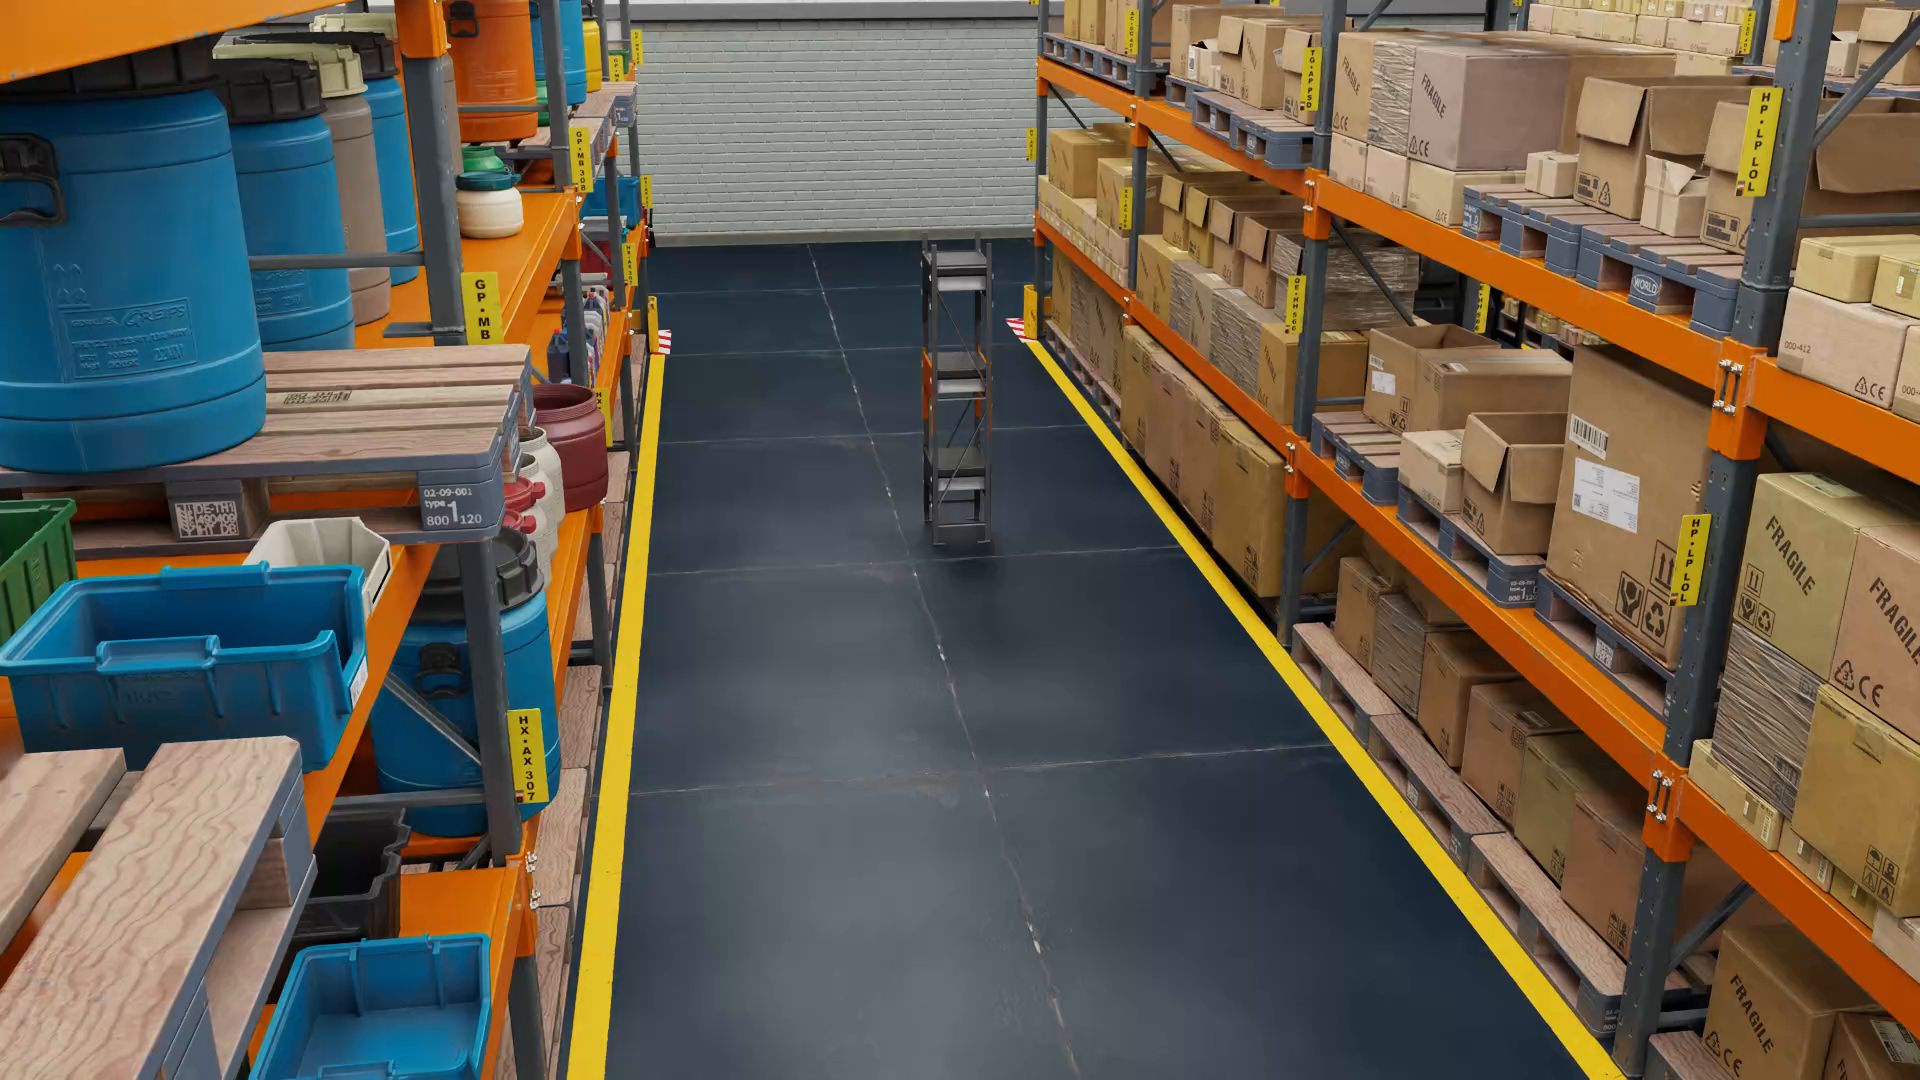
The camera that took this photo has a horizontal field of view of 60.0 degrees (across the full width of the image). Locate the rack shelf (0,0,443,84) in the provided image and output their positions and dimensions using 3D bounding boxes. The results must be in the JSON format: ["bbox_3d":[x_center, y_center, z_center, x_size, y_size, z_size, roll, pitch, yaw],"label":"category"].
[{"bbox_3d":[-1.612,-0.761,2.491,1.077,0.370,4.000,-3,21,-8],"label":"rack shelf"}]

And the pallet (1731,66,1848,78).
[{"bbox_3d":[6.754,-3.500,12.781,1.213,0.211,1.003,-3,21,-8],"label":"pallet"}]

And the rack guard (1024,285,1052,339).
[{"bbox_3d":[1.268,-2.409,17.452,1.175,0.500,0.348,-3,21,-8],"label":"rack guard"}]

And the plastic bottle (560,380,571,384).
[{"bbox_3d":[-2.286,-0.820,9.803,0.152,0.276,0.135,-3,21,-8],"label":"plastic bottle"}]

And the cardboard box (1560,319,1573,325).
[{"bbox_3d":[6.183,-2.234,16.459,0.380,0.149,0.250,-4,21,-10],"label":"cardboard box"}]

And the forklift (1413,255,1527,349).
[{"bbox_3d":[4.162,-2.381,13.903,1.130,2.935,3.031,-3,21,-8],"label":"forklift"}]

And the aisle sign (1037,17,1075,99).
[{"bbox_3d":[0.964,-4.799,16.563,0.394,0.787,0.004,-3,21,-8],"label":"aisle sign"}]

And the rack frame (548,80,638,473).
[{"bbox_3d":[-3.054,-1.937,12.615,1.000,3.000,0.127,-3,21,-8],"label":"rack frame"}]

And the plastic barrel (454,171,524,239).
[{"bbox_3d":[-2.063,-1.464,7.259,0.301,0.262,0.301,0,20,0],"label":"plastic barrel"}]

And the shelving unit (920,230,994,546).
[{"bbox_3d":[-0.024,-1.041,11.502,0.431,2.100,0.503,-3,21,-8],"label":"shelving unit"}]

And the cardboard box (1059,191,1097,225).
[{"bbox_3d":[1.223,-3.107,15.538,0.500,0.250,0.500,-4,21,-10],"label":"cardboard box"}]

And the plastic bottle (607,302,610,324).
[{"bbox_3d":[-2.633,-1.685,12.224,0.097,0.201,0.097,0,20,0],"label":"plastic bottle"}]

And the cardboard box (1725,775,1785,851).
[{"bbox_3d":[2.757,0.878,5.438,0.380,0.149,0.250,-3,21,-8],"label":"cardboard box"}]

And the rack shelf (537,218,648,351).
[{"bbox_3d":[-3.342,-2.292,14.595,1.077,0.370,4.000,-3,21,-8],"label":"rack shelf"}]

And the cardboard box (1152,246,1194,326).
[{"bbox_3d":[1.740,-1.888,12.340,0.500,0.500,0.500,-3,21,-8],"label":"cardboard box"}]

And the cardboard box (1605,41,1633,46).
[{"bbox_3d":[6.228,-4.414,15.174,0.500,0.250,0.500,-3,21,-8],"label":"cardboard box"}]

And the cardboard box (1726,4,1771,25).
[{"bbox_3d":[6.454,-4.252,13.457,0.380,0.149,0.250,-4,21,-10],"label":"cardboard box"}]

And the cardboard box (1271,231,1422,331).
[{"bbox_3d":[2.335,-1.573,10.063,0.797,0.503,0.637,-2,21,-6],"label":"cardboard box"}]

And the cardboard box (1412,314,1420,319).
[{"bbox_3d":[2.547,-1.209,10.524,0.500,0.500,0.500,-3,21,-9],"label":"cardboard box"}]

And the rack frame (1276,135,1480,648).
[{"bbox_3d":[2.424,-0.802,9.576,1.000,3.000,0.127,-3,21,-8],"label":"rack frame"}]

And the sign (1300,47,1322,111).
[{"bbox_3d":[1.874,-2.461,8.879,0.100,0.325,0.005,-3,21,-8],"label":"sign"}]

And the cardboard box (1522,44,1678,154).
[{"bbox_3d":[2.881,-1.986,7.603,0.500,0.500,0.500,-3,21,-7],"label":"cardboard box"}]

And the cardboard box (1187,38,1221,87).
[{"bbox_3d":[1.917,-3.363,11.672,0.500,0.311,0.500,-4,21,-10],"label":"cardboard box"}]

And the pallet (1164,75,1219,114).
[{"bbox_3d":[2.029,-3.187,11.949,0.805,0.209,1.217,-4,21,-10],"label":"pallet"}]

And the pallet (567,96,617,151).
[{"bbox_3d":[-2.678,-2.595,10.359,1.003,0.211,1.213,-3,21,-8],"label":"pallet"}]

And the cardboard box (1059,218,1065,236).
[{"bbox_3d":[1.146,-2.959,15.710,0.380,0.149,0.250,-3,21,-9],"label":"cardboard box"}]

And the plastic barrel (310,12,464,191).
[{"bbox_3d":[-2.573,-1.897,7.504,0.600,0.901,0.600,0,20,0],"label":"plastic barrel"}]

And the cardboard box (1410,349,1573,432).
[{"bbox_3d":[2.721,-0.672,8.486,0.700,0.500,0.500,0,20,0],"label":"cardboard box"}]

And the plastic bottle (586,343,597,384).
[{"bbox_3d":[-2.419,-1.140,10.659,0.152,0.276,0.135,-3,21,-8],"label":"plastic bottle"}]

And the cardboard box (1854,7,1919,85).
[{"bbox_3d":[6.863,-3.511,11.794,0.797,0.503,0.637,-3,21,-8],"label":"cardboard box"}]

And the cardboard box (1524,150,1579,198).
[{"bbox_3d":[2.632,-1.554,7.035,0.380,0.166,0.250,-3,21,-9],"label":"cardboard box"}]

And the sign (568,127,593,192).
[{"bbox_3d":[-1.934,-1.938,8.481,0.100,0.325,0.005,-3,21,-8],"label":"sign"}]

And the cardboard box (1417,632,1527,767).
[{"bbox_3d":[2.722,0.781,8.281,0.700,0.500,0.500,-1,21,-3],"label":"cardboard box"}]

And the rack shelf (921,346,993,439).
[{"bbox_3d":[-0.024,-1.028,11.507,0.431,0.518,0.480,-3,21,-8],"label":"rack shelf"}]

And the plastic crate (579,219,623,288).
[{"bbox_3d":[-2.934,-2.317,13.455,0.402,0.464,0.583,-3,21,-8],"label":"plastic crate"}]

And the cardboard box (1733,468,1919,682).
[{"bbox_3d":[2.814,0.097,5.172,0.500,0.500,0.500,-3,21,-8],"label":"cardboard box"}]

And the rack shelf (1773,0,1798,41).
[{"bbox_3d":[2.712,-2.395,6.868,1.077,0.370,4.000,-3,21,-8],"label":"rack shelf"}]

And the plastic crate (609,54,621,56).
[{"bbox_3d":[-2.961,-3.725,13.302,0.497,0.269,0.590,-3,21,-8],"label":"plastic crate"}]

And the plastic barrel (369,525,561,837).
[{"bbox_3d":[-1.656,0.449,5.510,0.600,0.901,0.708,-3,21,-8],"label":"plastic barrel"}]

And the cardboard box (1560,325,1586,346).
[{"bbox_3d":[6.123,-2.010,16.286,0.380,0.149,0.250,-4,21,-10],"label":"cardboard box"}]

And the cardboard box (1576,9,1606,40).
[{"bbox_3d":[6.137,-4.835,15.586,0.500,0.250,0.500,-3,21,-7],"label":"cardboard box"}]

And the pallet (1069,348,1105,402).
[{"bbox_3d":[1.636,-1.571,15.621,1.003,0.211,1.213,-3,21,-8],"label":"pallet"}]

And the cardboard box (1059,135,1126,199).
[{"bbox_3d":[1.226,-3.460,15.411,0.500,0.500,0.500,-3,21,-9],"label":"cardboard box"}]

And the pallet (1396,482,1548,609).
[{"bbox_3d":[2.750,-0.029,7.780,1.003,0.211,1.213,-3,21,-8],"label":"pallet"}]

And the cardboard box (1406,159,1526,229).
[{"bbox_3d":[2.397,-1.606,7.656,0.500,0.250,0.500,-2,21,-7],"label":"cardboard box"}]

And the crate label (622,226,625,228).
[{"bbox_3d":[-3.242,-2.757,15.102,0.396,0.136,0.243,-3,21,-8],"label":"crate label"}]

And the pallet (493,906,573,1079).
[{"bbox_3d":[-2.052,1.869,6.410,1.003,0.211,1.213,-3,21,-8],"label":"pallet"}]

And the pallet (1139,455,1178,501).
[{"bbox_3d":[2.033,-0.617,13.067,1.003,0.211,1.213,-3,21,-8],"label":"pallet"}]

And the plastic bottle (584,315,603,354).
[{"bbox_3d":[-2.532,-1.411,11.384,0.152,0.276,0.135,-3,21,-8],"label":"plastic bottle"}]

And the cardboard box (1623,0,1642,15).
[{"bbox_3d":[6.186,-4.786,14.885,0.380,0.149,0.250,-3,21,-9],"label":"cardboard box"}]

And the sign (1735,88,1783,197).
[{"bbox_3d":[2.452,-1.220,5.105,0.100,0.325,0.005,-3,21,-8],"label":"sign"}]

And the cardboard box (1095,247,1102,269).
[{"bbox_3d":[1.368,-2.425,14.281,0.380,0.149,0.250,-3,21,-7],"label":"cardboard box"}]

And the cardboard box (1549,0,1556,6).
[{"bbox_3d":[6.034,-5.330,16.343,0.380,0.149,0.250,-2,21,-6],"label":"cardboard box"}]

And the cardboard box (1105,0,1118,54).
[{"bbox_3d":[1.602,-4.337,13.867,0.700,0.500,0.500,-2,21,-5],"label":"cardboard box"}]

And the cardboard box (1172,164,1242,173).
[{"bbox_3d":[2.032,-2.786,13.605,0.500,0.500,0.500,-3,21,-8],"label":"cardboard box"}]
